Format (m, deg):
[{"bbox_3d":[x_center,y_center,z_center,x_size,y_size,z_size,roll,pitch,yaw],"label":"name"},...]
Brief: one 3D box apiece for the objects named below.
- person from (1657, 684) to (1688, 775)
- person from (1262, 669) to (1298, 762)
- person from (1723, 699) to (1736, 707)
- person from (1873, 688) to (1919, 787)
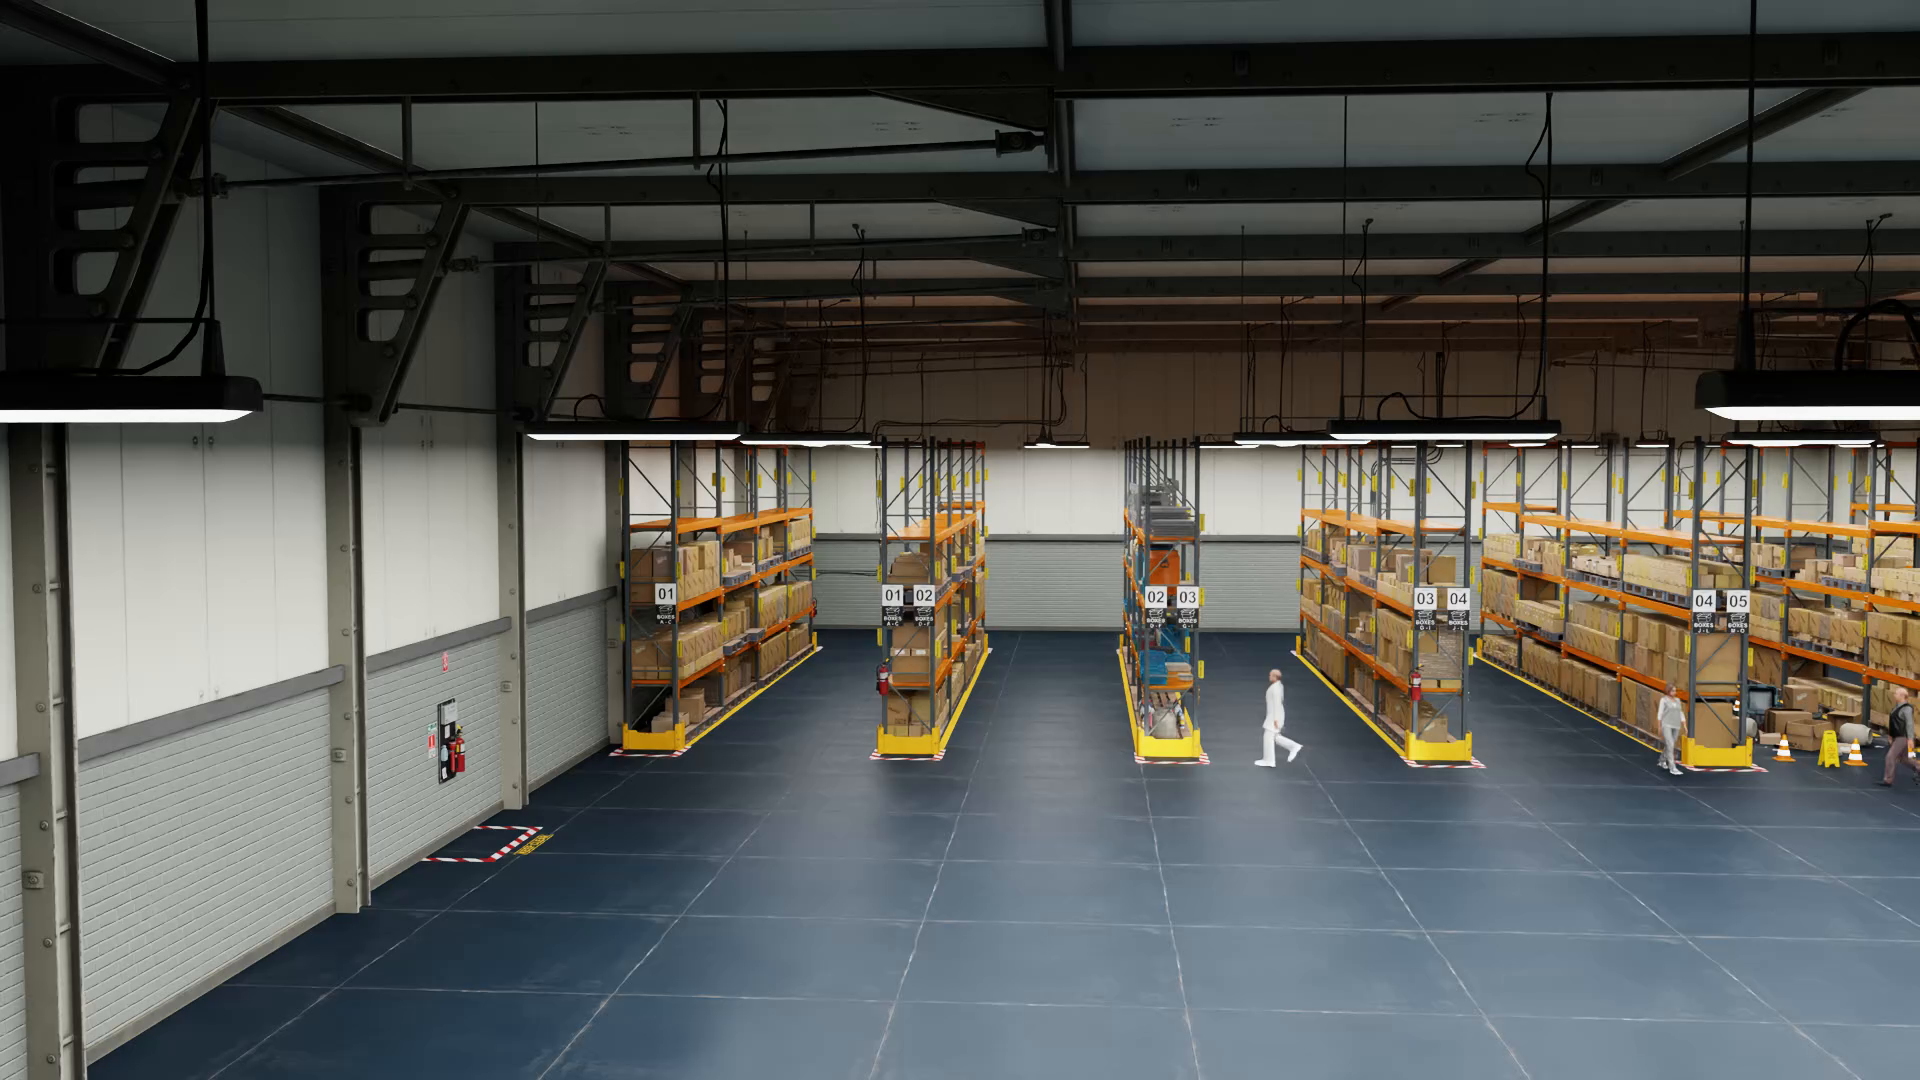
[{"bbox_3d":[12.682,3.339,29.586,0.428,1.555,0.817,-1,3,-10],"label":"person"},{"bbox_3d":[5.817,3.179,30.137,0.676,1.683,0.576,0,3,1],"label":"person"},{"bbox_3d":[17.127,2.968,37.113,0.397,1.635,0.655,0,3,-9],"label":"person"},{"bbox_3d":[16.055,3.363,28.288,0.999,1.683,0.543,0,3,5],"label":"person"}]
